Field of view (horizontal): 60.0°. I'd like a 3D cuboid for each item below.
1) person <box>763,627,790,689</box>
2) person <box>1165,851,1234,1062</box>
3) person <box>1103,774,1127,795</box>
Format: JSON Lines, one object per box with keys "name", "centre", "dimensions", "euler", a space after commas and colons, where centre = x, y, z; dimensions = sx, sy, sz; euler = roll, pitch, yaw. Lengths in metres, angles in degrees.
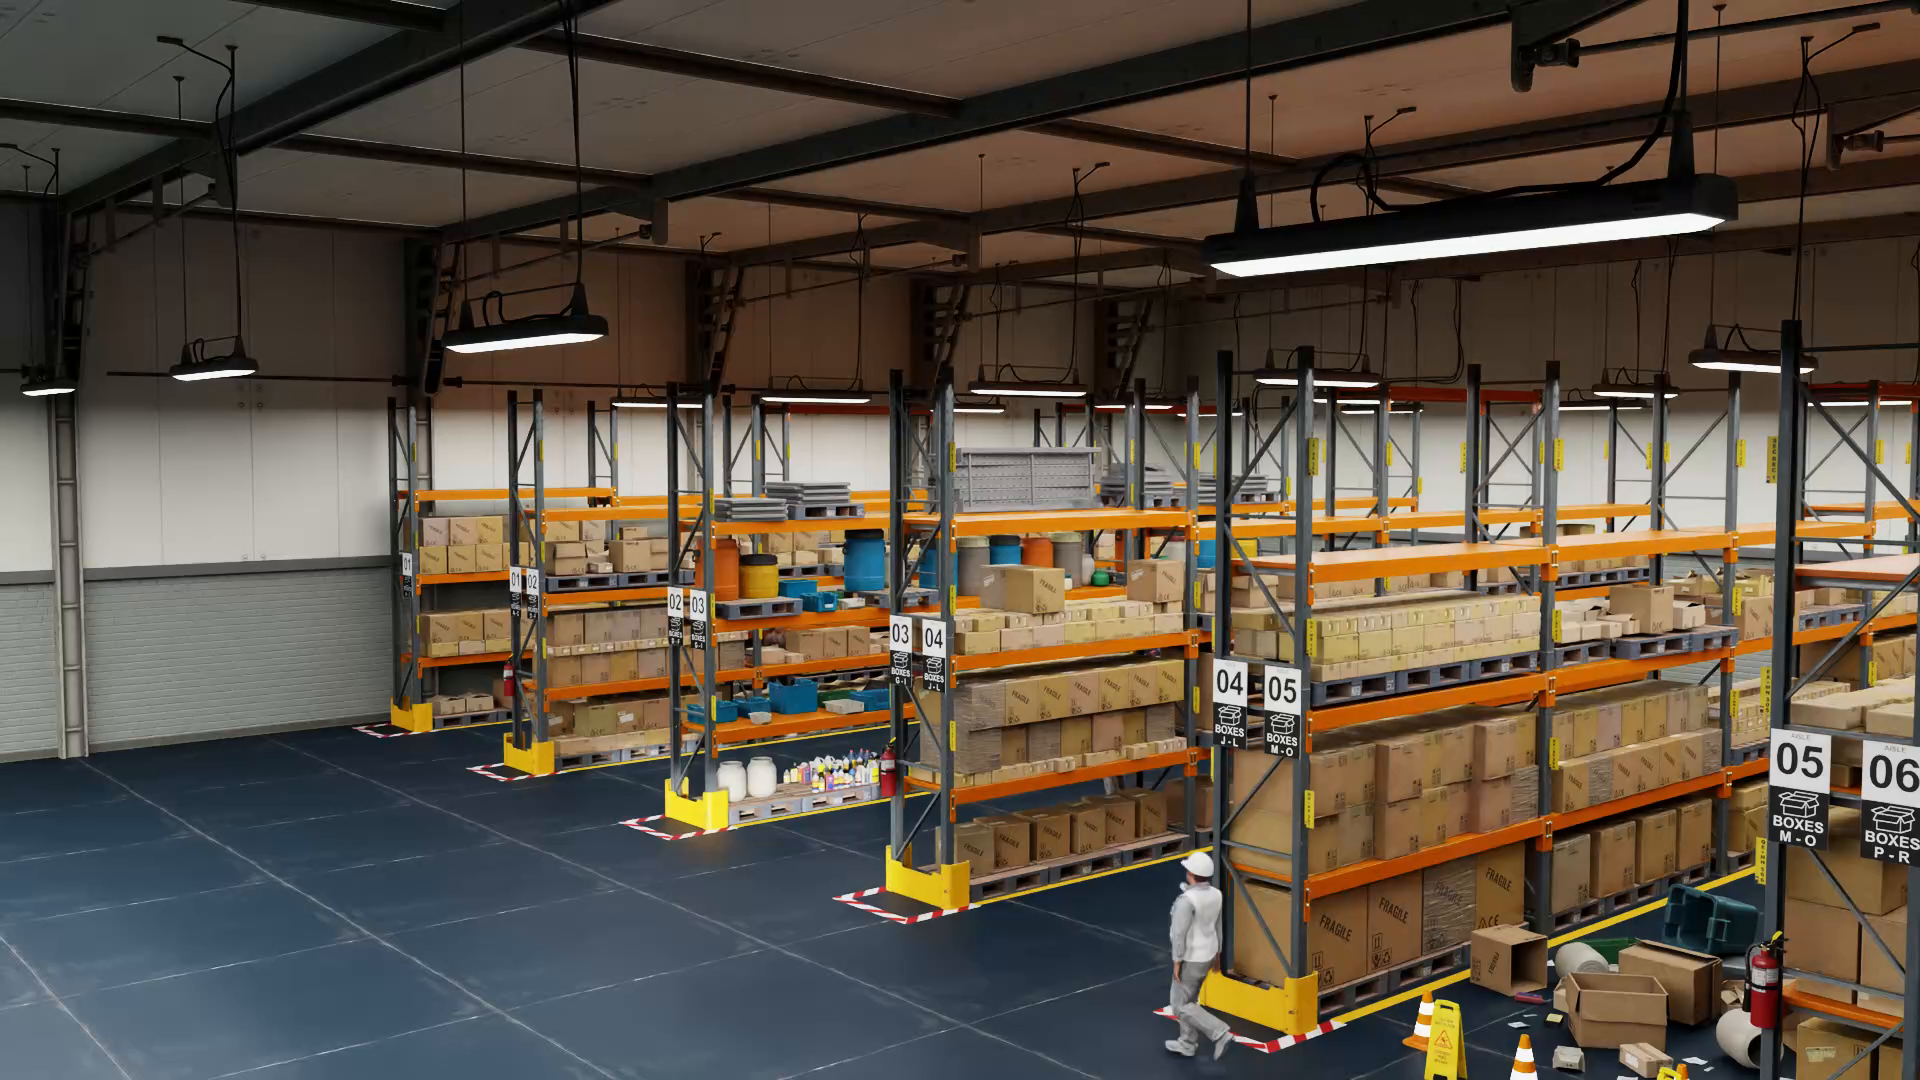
{"name": "person", "centre": [-3.492, 2.419, 31.779], "dimensions": [0.614, 1.799, 0.477], "euler": [-2, 4, -37]}
{"name": "person", "centre": [1.978, 3.469, 13.832], "dimensions": [0.678, 1.763, 0.530], "euler": [2, 4, 26]}
{"name": "person", "centre": [2.116, 2.923, 22.905], "dimensions": [0.413, 1.790, 0.604], "euler": [2, 4, 36]}
